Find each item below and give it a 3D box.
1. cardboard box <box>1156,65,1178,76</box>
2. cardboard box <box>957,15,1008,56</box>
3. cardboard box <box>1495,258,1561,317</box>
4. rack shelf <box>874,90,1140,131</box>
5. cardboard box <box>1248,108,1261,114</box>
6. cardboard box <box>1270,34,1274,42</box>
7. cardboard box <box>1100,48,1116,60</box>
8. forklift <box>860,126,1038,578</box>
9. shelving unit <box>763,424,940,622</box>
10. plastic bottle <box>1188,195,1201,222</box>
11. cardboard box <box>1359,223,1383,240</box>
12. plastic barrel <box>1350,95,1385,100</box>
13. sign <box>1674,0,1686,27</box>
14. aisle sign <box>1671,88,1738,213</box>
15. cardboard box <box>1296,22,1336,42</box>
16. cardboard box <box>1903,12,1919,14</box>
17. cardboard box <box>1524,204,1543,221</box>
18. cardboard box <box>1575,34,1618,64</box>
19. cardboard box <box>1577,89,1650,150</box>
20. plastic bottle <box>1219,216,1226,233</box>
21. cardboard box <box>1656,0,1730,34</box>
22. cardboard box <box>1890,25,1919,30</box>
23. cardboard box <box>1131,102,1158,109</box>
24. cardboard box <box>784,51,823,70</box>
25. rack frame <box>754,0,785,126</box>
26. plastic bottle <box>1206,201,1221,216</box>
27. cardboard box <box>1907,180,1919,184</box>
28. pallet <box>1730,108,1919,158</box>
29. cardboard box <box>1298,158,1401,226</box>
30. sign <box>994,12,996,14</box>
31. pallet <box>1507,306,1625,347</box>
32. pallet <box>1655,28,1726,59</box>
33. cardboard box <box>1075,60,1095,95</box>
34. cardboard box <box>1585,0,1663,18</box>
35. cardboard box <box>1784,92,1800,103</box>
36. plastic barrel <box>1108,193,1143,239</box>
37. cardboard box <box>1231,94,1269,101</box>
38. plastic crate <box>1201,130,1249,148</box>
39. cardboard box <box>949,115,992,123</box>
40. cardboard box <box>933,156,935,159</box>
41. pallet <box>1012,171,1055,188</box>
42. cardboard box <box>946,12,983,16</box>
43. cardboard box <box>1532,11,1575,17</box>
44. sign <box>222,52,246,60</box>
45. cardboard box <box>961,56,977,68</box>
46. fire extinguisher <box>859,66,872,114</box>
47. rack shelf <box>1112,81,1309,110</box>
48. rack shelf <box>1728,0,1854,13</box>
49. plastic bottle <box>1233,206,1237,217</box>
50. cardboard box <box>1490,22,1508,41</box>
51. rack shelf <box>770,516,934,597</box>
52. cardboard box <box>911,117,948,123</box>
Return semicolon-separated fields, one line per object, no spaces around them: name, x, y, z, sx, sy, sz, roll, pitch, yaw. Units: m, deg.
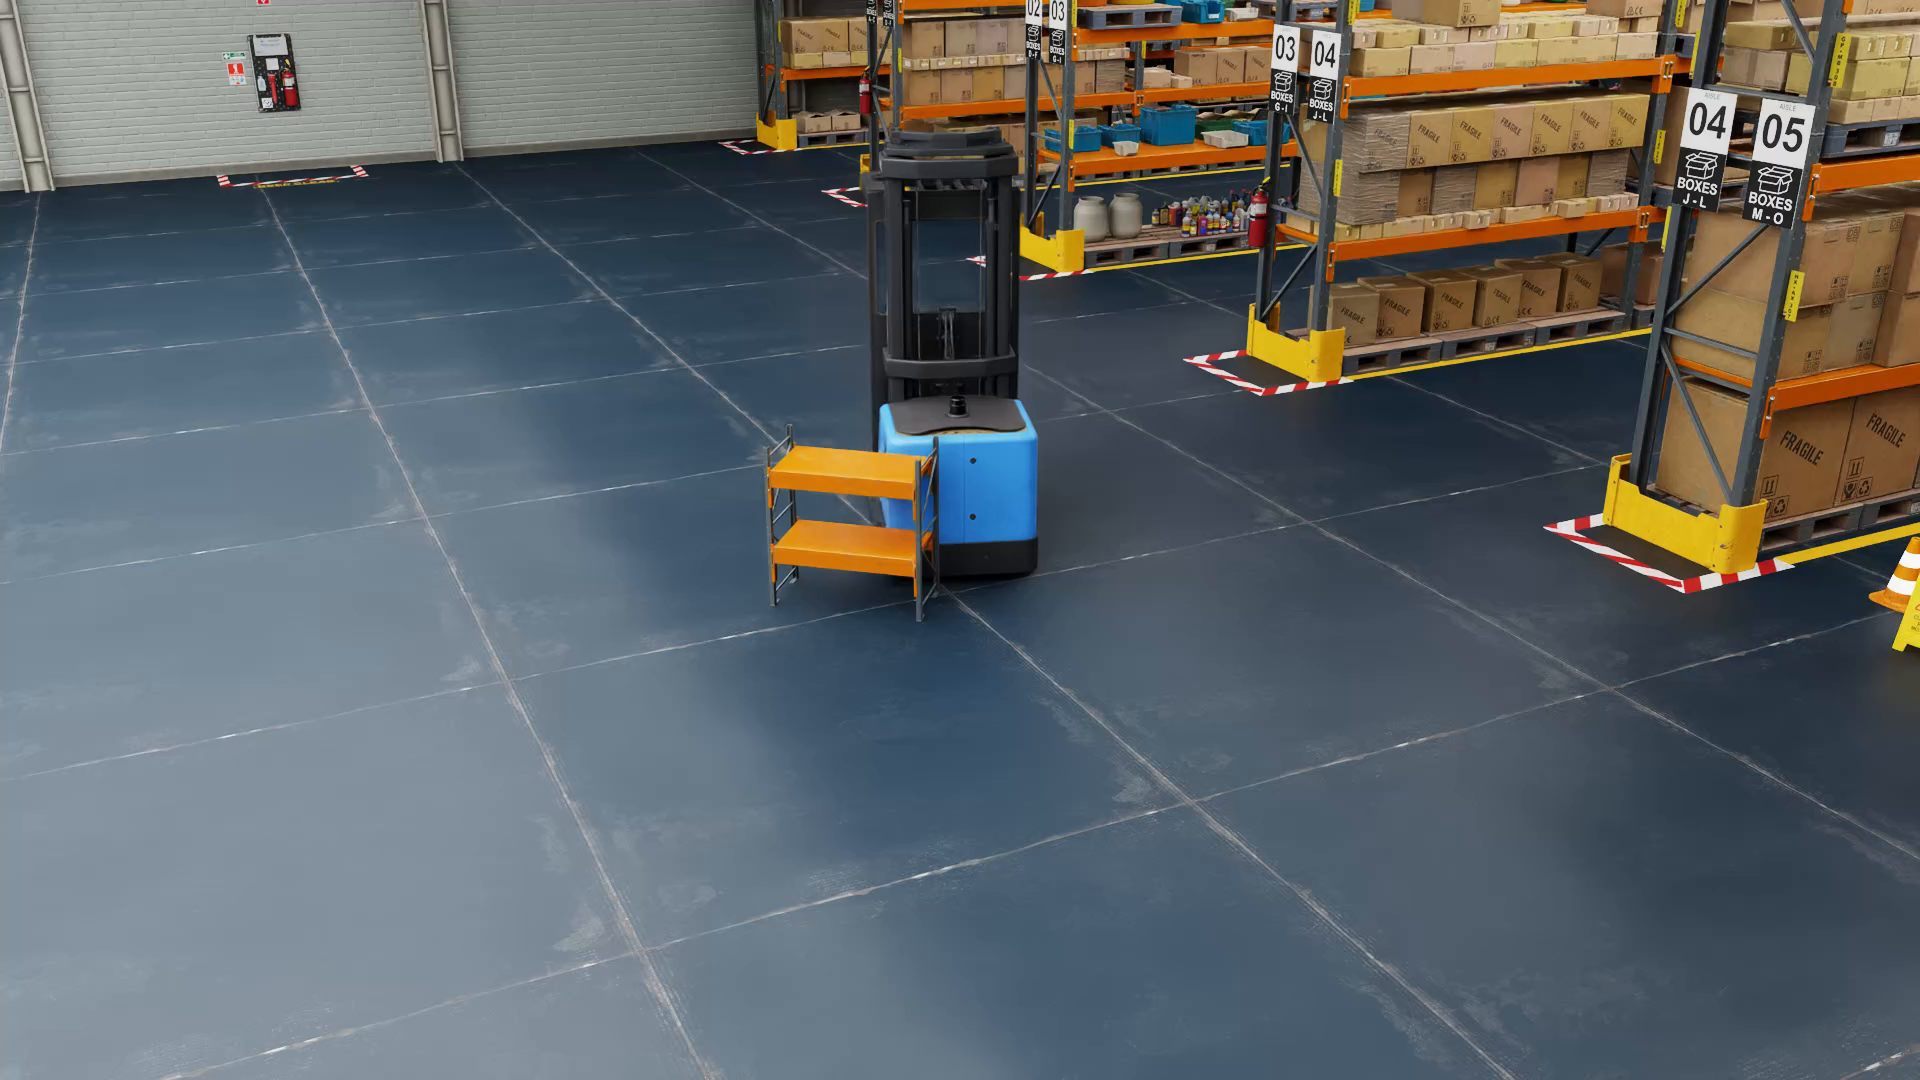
cardboard box;3.236;-7.320;26.187;0.258;0.266;0.396;-11;25;-25
cardboard box;0.318;-7.410;24.401;0.500;0.500;0.700;-10;25;-23
cardboard box;5.926;-2.647;17.442;0.500;0.500;0.500;-3;23;-7
rack shelf;0.721;-6.509;24.992;4.000;0.370;1.077;-10;25;-24
cardboard box;5.059;-6.943;27.414;0.500;0.311;0.500;-11;25;-25
cardboard box;5.990;-9.710;32.088;0.250;0.149;0.380;-10;24;-22
cardboard box;2.148;-7.359;25.128;0.250;0.149;0.380;-11;25;-25
forklift;-0.148;-1.619;12.330;1.130;2.935;3.031;-3;23;-6
shelving unit;-0.706;-0.120;11.069;1.048;1.125;0.538;5;23;13
plastic bottle;3.040;-4.321;21.655;0.185;0.351;0.144;-9;24;-21
cardboard box;3.806;-2.979;15.852;0.250;0.149;0.380;-10;25;-24
plastic barrel;5.148;-5.656;21.337;0.708;0.901;0.600;-10;25;-24
sign;7.059;-5.197;16.286;0.005;0.325;0.100;-10;25;-24
aisle sign;5.078;-2.661;11.358;0.004;0.787;0.394;-10;25;-24
cardboard box;3.327;-4.749;15.554;0.250;0.149;0.380;-10;25;-24
cardboard box;7.030;-3.715;11.987;0.250;0.149;0.380;-11;25;-24
cardboard box;5.602;-3.315;16.665;0.250;0.149;0.380;-10;25;-24
cardboard box;6.044;-4.826;16.261;0.500;0.250;0.500;-10;24;-22
cardboard box;6.530;-4.234;16.730;0.500;0.500;0.500;-10;25;-24
plastic bottle;3.321;-3.995;21.063;0.097;0.201;0.097;0;22;0
cardboard box;7.283;-5.430;16.839;0.637;0.503;0.797;-12;25;-26
cardboard box;6.396;-3.318;11.028;0.250;0.149;0.380;-10;25;-23
cardboard box;3.350;-8.454;31.444;0.500;0.500;0.700;-10;25;-23
cardboard box;-2.655;-8.127;28.132;0.500;0.250;0.500;-11;25;-25
rack frame;-3.233;-8.216;28.176;0.127;3.000;1.000;-10;25;-24
plastic bottle;3.295;-4.270;21.630;0.135;0.276;0.152;-10;25;-24
cardboard box;7.538;-2.377;12.464;0.550;0.550;0.875;-10;25;-24
pallet;5.936;-2.840;11.383;1.213;0.211;1.003;-10;25;-24
cardboard box;3.720;-3.360;15.926;0.500;0.500;0.875;-10;25;-24
sign;0.614;-9.094;29.164;0.005;0.325;0.100;-10;25;-24
pallet;6.227;-2.346;17.642;1.213;0.211;1.003;-10;25;-24
pallet;7.419;-5.123;17.028;1.003;0.211;1.213;-10;25;-24
cardboard box;1.654;-7.053;25.237;0.500;0.500;0.700;-11;25;-24
cardboard box;6.522;-5.396;16.269;0.500;0.500;0.500;-11;25;-25
cardboard box;5.652;-3.092;11.525;0.250;0.149;0.380;-10;25;-23
plastic barrel;2.076;-4.065;20.851;0.421;0.512;0.421;0;22;0
cardboard box;5.487;-8.963;32.244;0.750;0.750;0.750;-11;25;-24
plastic crate;3.315;-4.987;20.719;0.437;0.136;0.530;-10;25;-24
cardboard box;0.168;-6.142;25.231;0.500;0.500;0.500;-10;25;-24
cardboard box;-0.280;-5.711;25.170;0.500;0.250;0.500;-10;25;-24
pallet;0.688;-5.563;25.413;1.213;0.211;1.003;-10;25;-24
cardboard box;0.080;-8.981;29.213;0.500;0.500;0.500;-10;25;-24
cardboard box;5.925;-5.206;16.657;0.250;0.149;0.380;-10;25;-23
sign;-11.162;-7.441;25.564;0.331;0.109;0.001;-10;25;-24
cardboard box;0.057;-6.973;24.194;0.250;0.149;0.380;-11;25;-24
fire extinguisher;-1.389;-6.614;24.407;0.183;0.674;0.296;-10;25;-24
rack shelf;4.326;-7.172;26.595;4.000;0.370;1.077;-10;25;-24
rack shelf;7.074;-3.955;11.502;4.000;0.370;1.077;-10;25;-24
plastic bottle;3.554;-4.133;21.288;0.133;0.283;0.061;-10;25;-24
cardboard box;4.952;-4.823;15.732;0.250;0.149;0.380;-11;25;-24
rack shelf;-0.706;0.106;11.163;1.000;0.278;0.538;5;23;13
cardboard box;-0.546;-7.742;29.723;0.500;0.500;0.500;-12;26;-28
